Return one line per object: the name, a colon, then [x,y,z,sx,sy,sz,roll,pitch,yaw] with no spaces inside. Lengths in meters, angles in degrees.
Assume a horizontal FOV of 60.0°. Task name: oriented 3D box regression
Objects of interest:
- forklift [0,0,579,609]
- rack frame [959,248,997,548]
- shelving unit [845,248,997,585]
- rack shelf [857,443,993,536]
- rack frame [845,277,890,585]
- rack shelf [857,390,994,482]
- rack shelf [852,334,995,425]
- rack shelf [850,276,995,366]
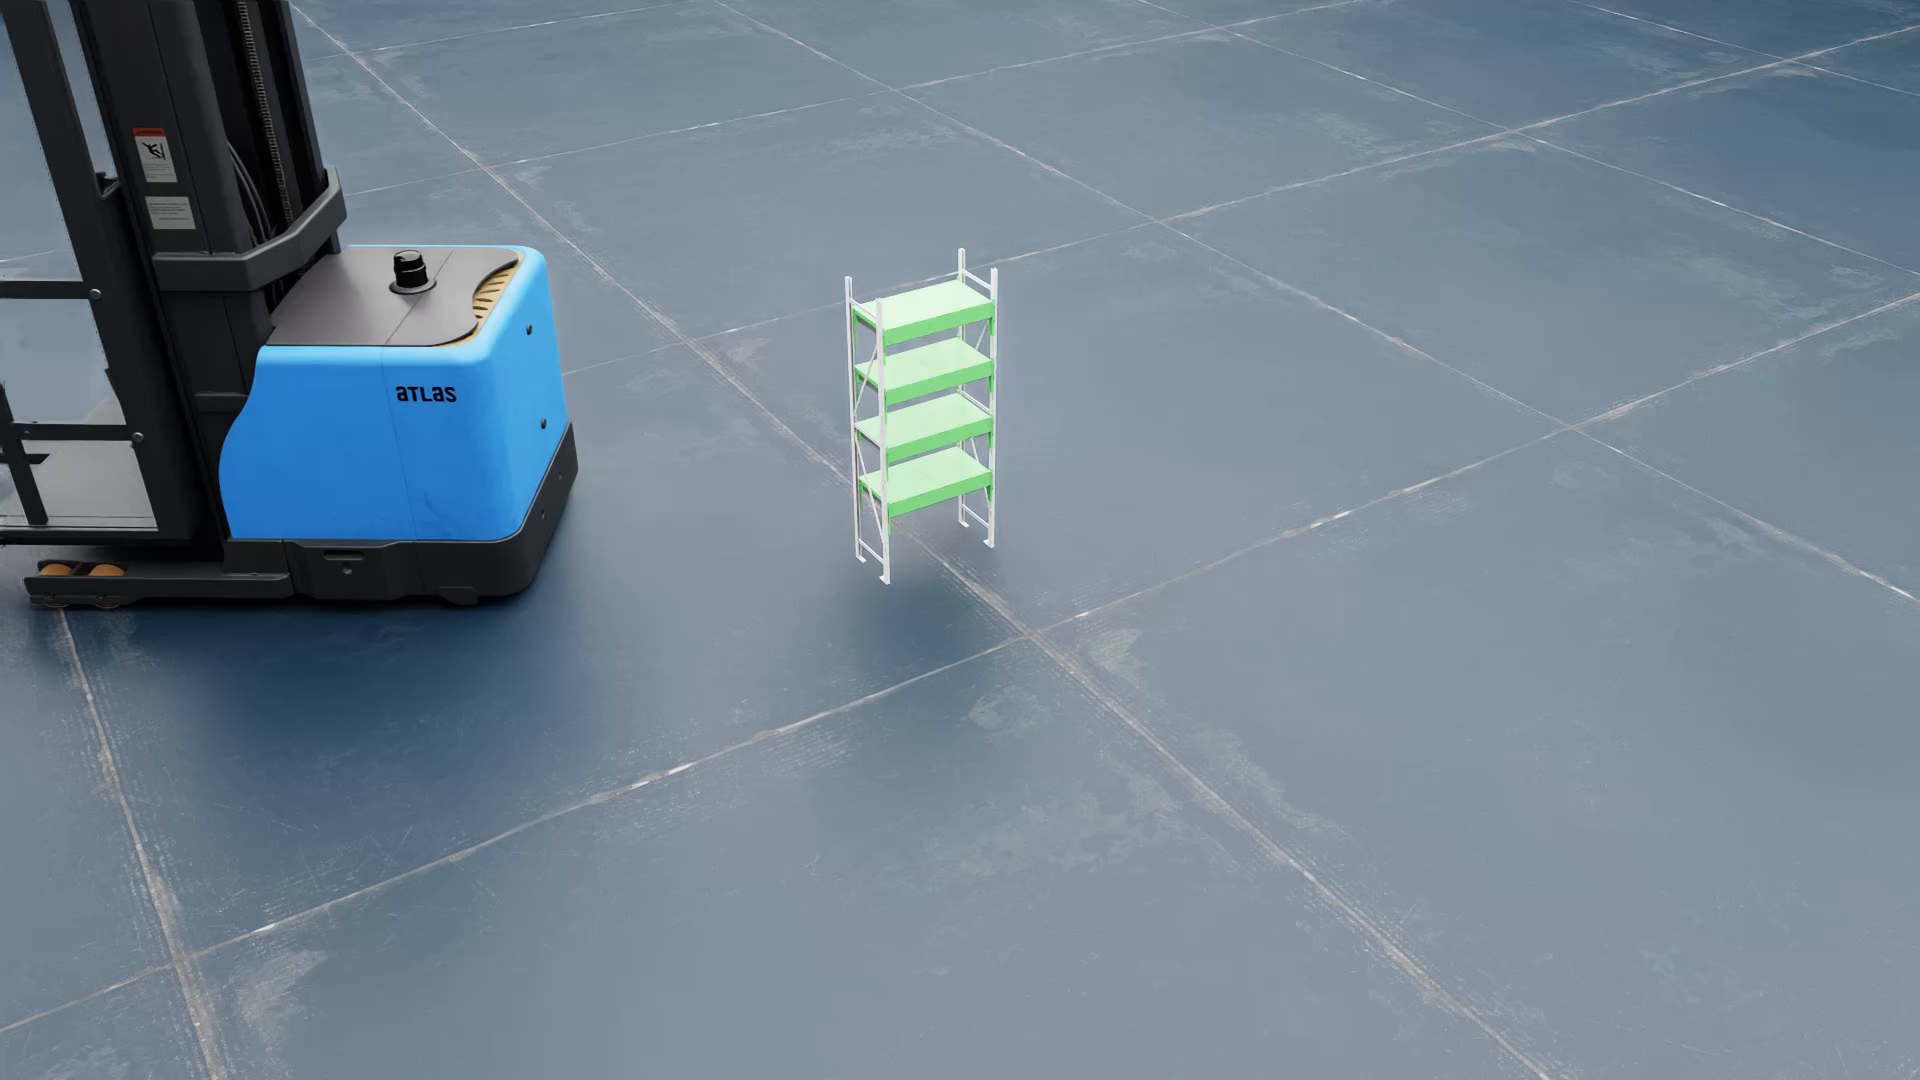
forklift: [-3.147,-1.260,6.000,3.031,2.935,1.130,1,32,1]
rack frame: [0.066,-0.530,6.466,0.015,1.200,0.240,-19,37,-27]
shelving unit: [-0.139,-0.460,6.354,0.503,1.200,0.258,-19,37,-27]
rack shelf: [-0.139,-0.203,6.516,0.480,0.148,0.258,-19,37,-27]
rack frame: [-0.344,-0.389,6.242,0.015,1.200,0.240,-19,37,-27]
rack shelf: [-0.139,-0.406,6.388,0.480,0.148,0.258,-19,37,-27]
rack shelf: [-0.139,-0.609,6.260,0.480,0.148,0.258,-19,37,-27]
rack shelf: [-0.139,-0.812,6.132,0.480,0.148,0.258,-19,37,-27]
